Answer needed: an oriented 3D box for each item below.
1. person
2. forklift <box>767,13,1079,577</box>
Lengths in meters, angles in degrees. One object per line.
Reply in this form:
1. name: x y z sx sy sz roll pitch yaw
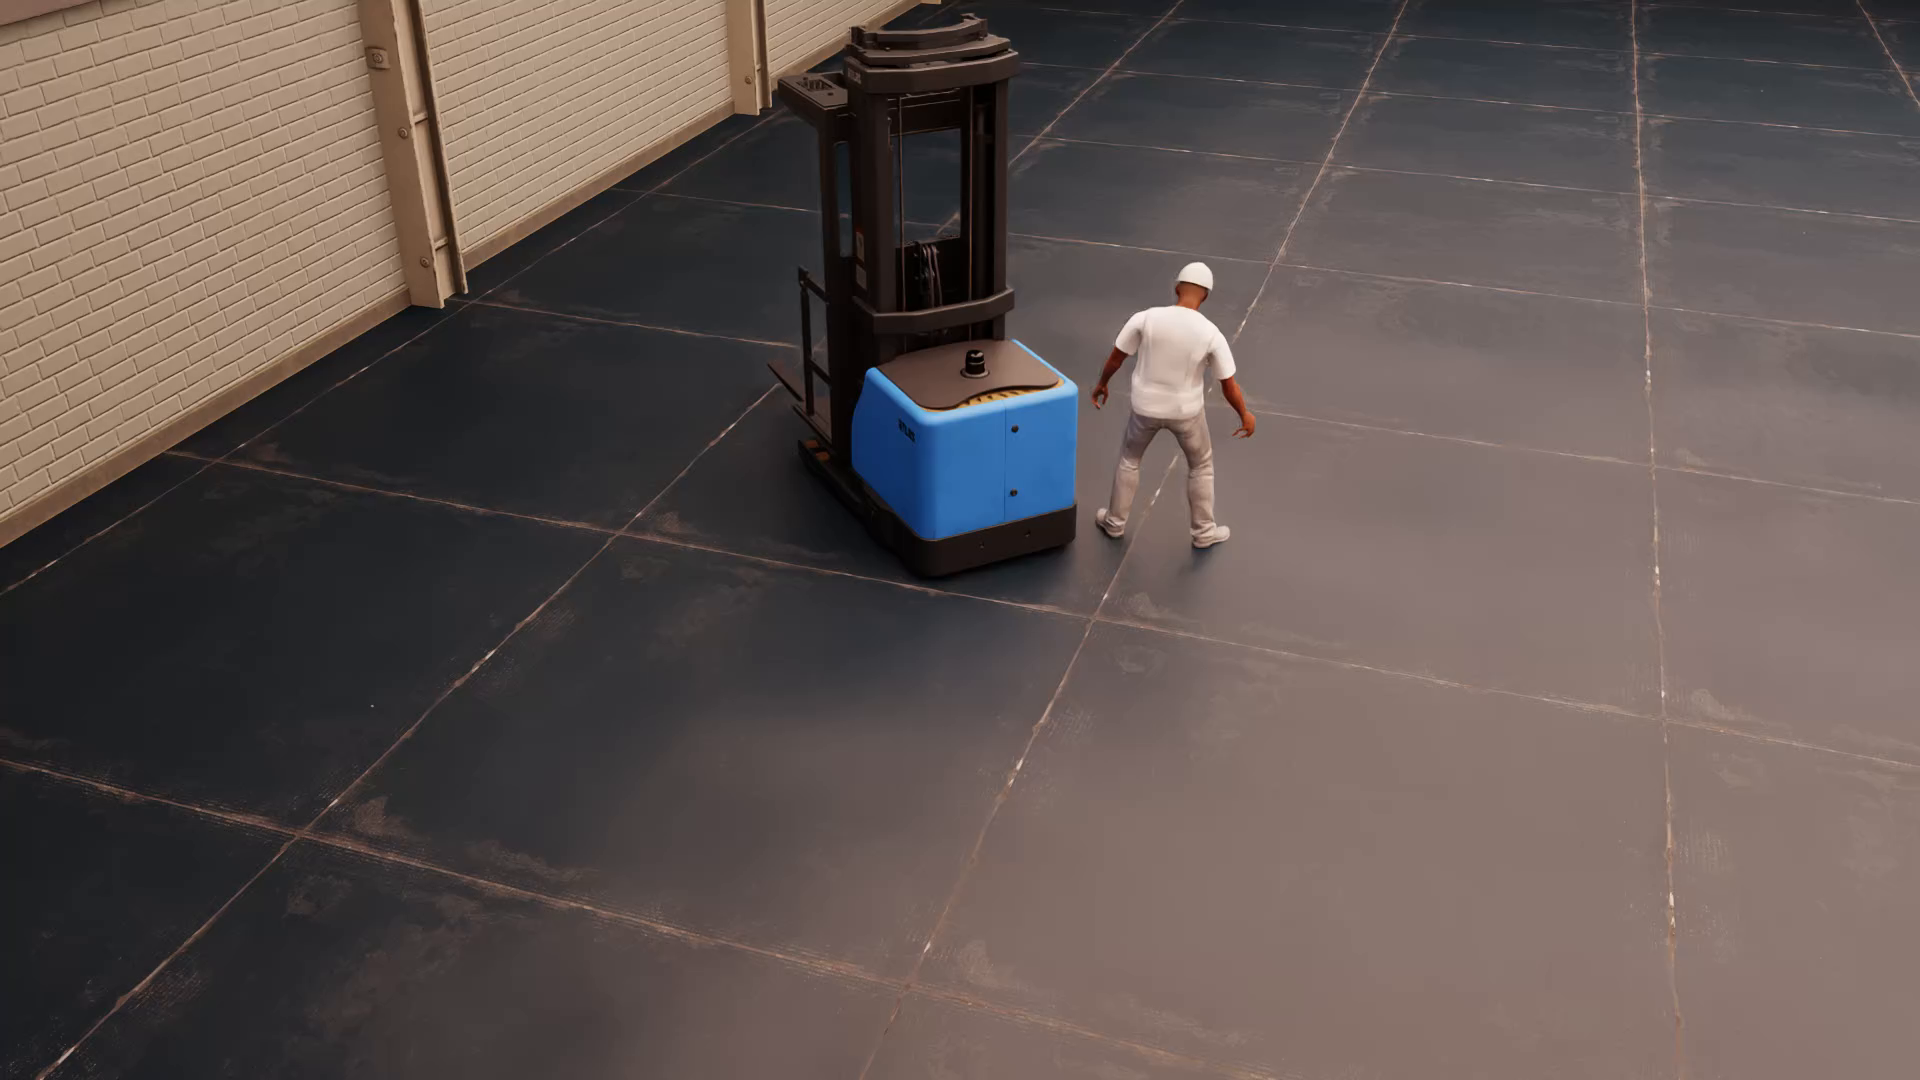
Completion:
1. person: 1.258 -0.803 9.789 0.963 1.716 0.433 9 31 15
2. forklift: -0.410 -1.769 10.239 1.130 2.935 3.031 -14 32 -23
